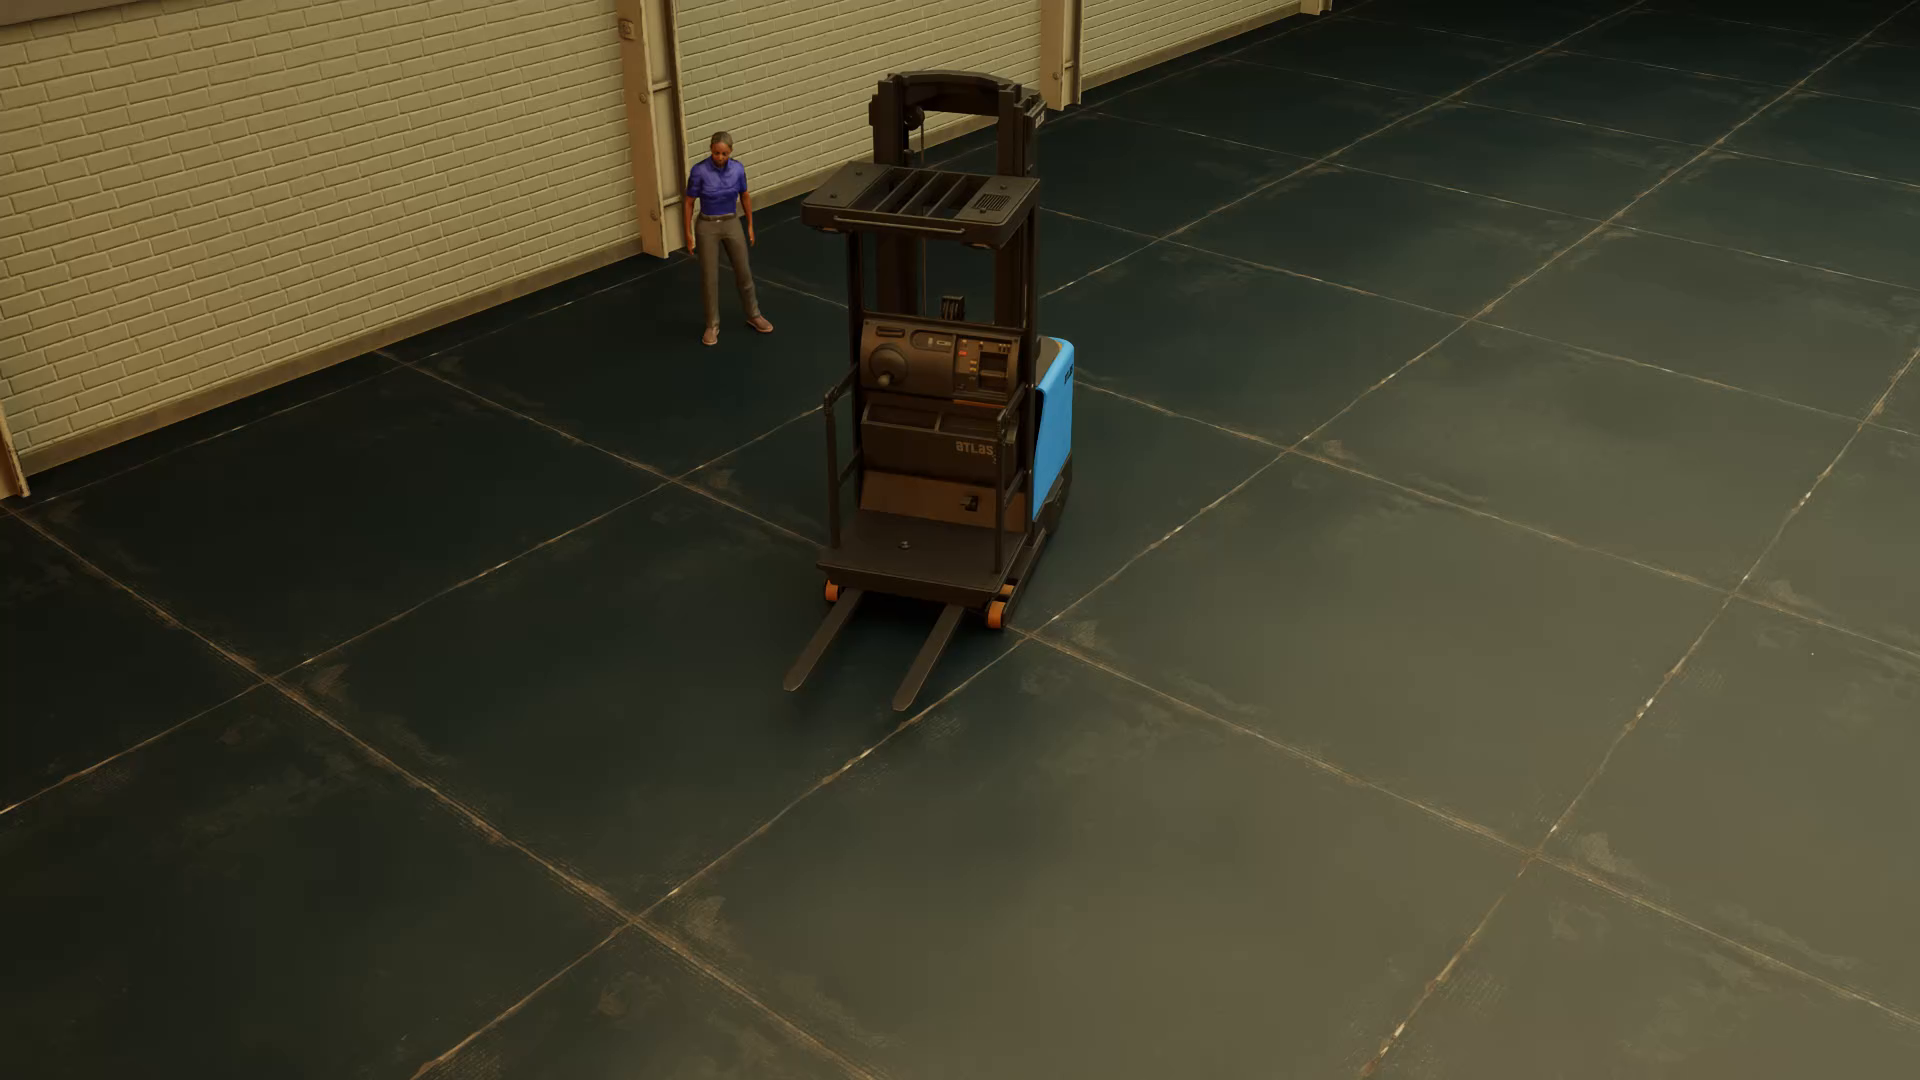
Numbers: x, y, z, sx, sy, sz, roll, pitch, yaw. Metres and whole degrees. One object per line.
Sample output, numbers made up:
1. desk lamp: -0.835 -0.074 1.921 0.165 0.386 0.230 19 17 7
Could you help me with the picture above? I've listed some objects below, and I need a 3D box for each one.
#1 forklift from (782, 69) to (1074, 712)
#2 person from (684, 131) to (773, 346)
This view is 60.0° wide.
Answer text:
1. forklift: -0.176 -0.972 9.258 1.130 2.935 3.031 9 31 14
2. person: -1.832 -2.386 12.952 0.625 1.658 0.405 -13 33 -21
